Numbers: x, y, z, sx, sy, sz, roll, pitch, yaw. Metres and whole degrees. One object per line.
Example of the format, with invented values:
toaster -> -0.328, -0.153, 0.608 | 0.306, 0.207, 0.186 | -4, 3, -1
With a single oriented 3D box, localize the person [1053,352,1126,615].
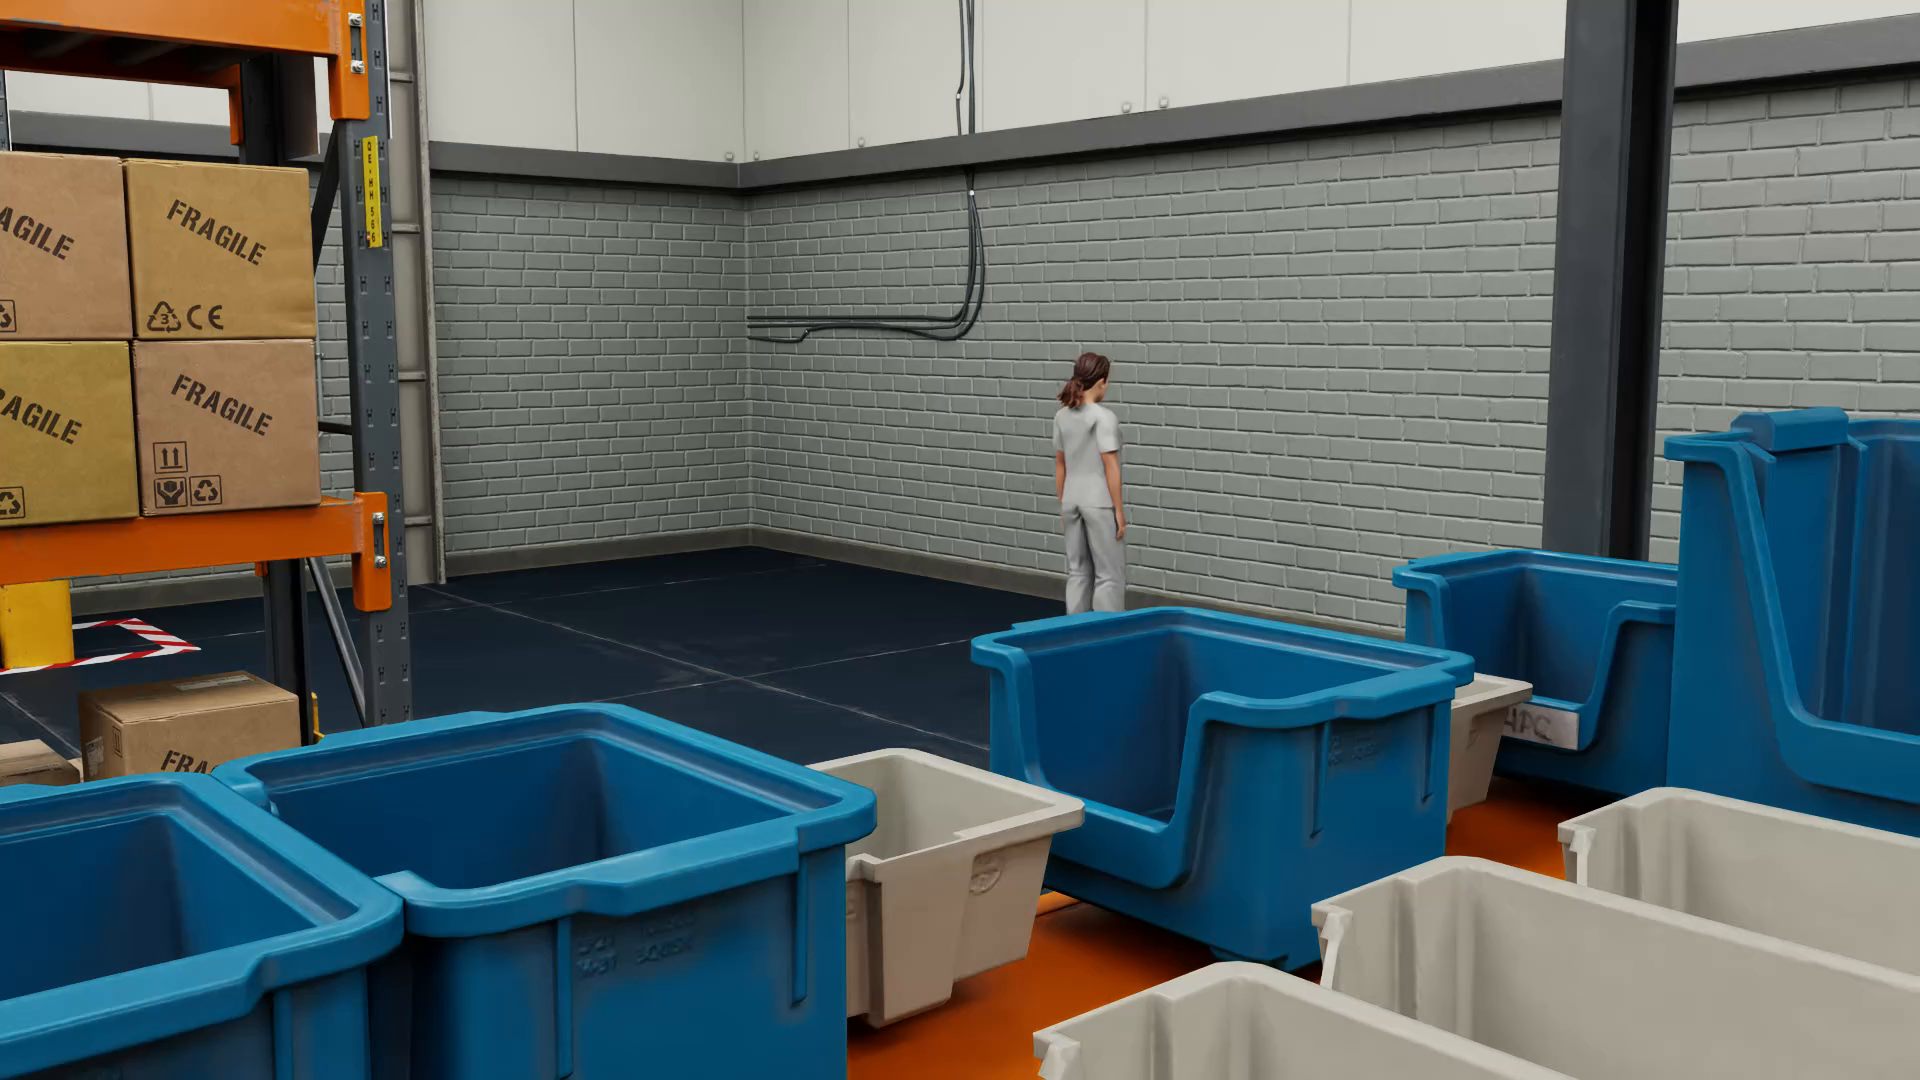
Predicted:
person -> 0.714, -0.149, 8.807 | 0.455, 1.684, 0.448 | -6, 10, -41
